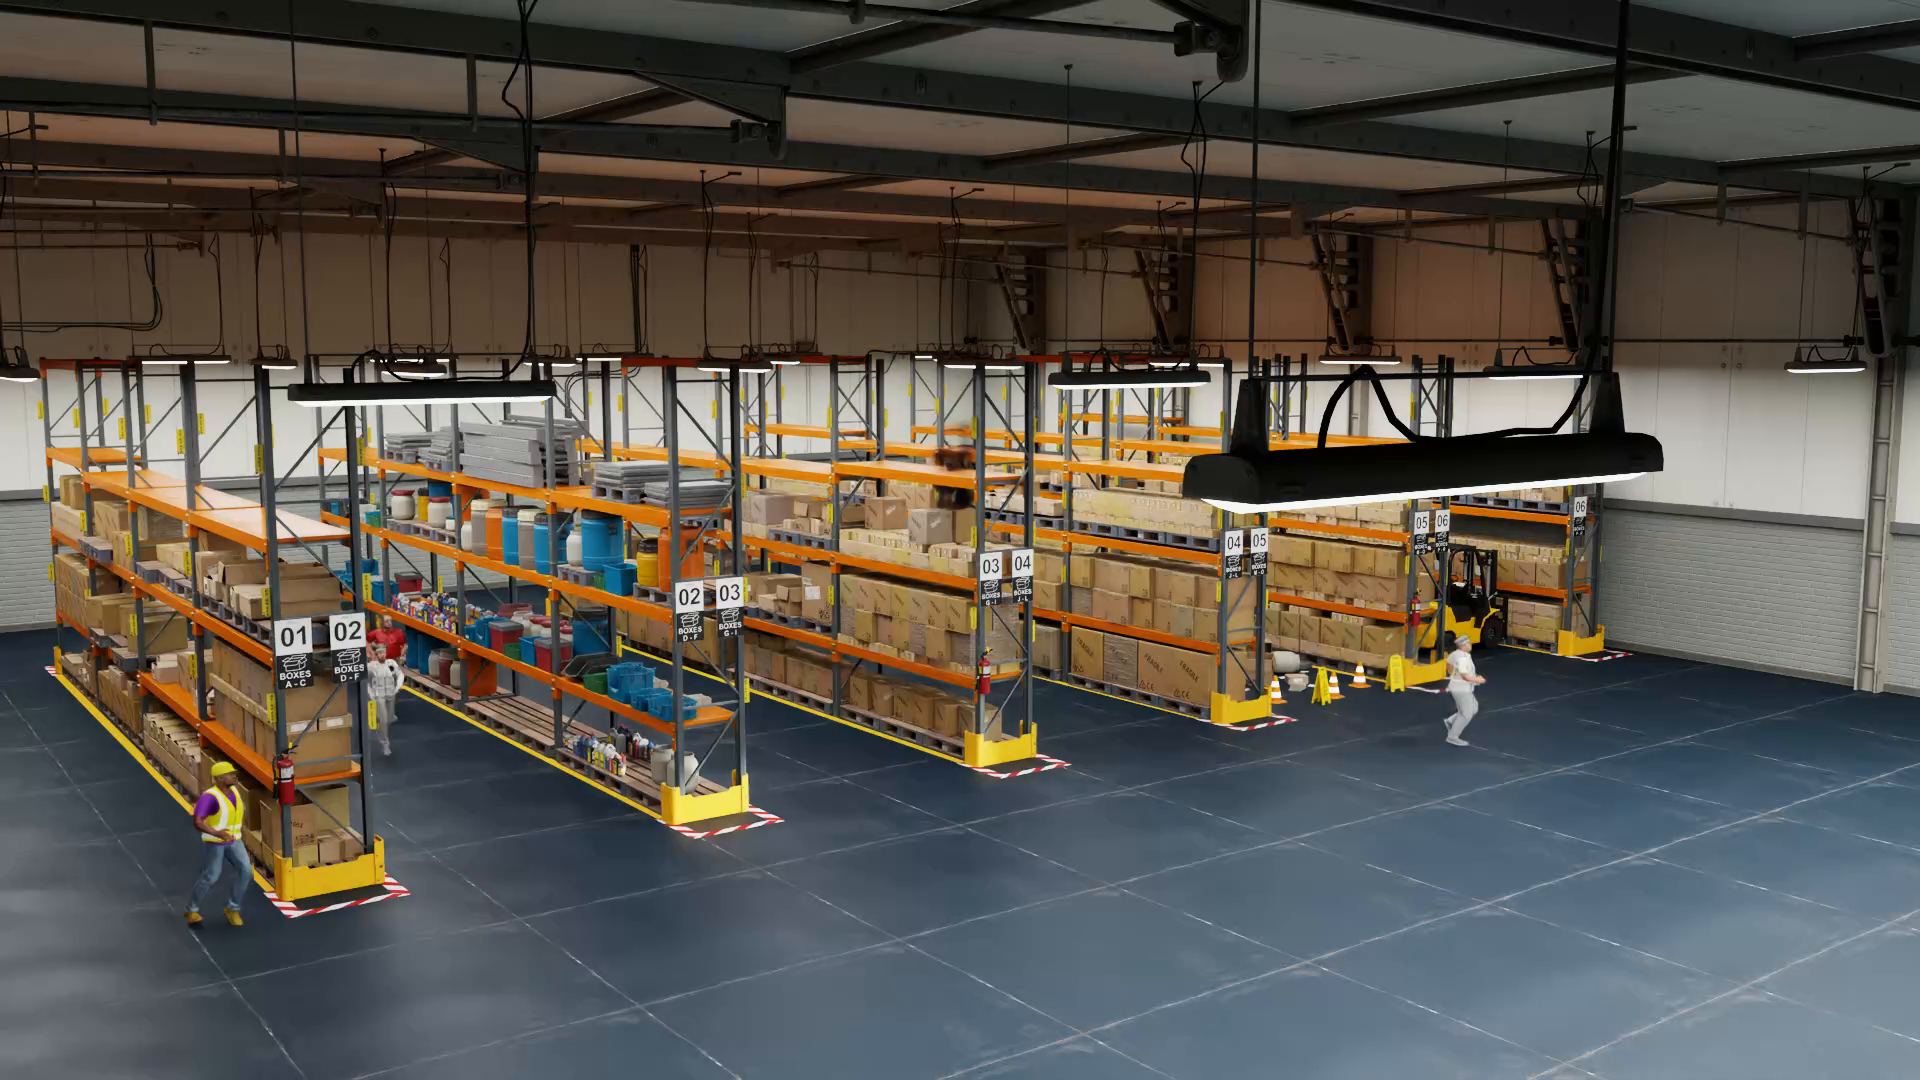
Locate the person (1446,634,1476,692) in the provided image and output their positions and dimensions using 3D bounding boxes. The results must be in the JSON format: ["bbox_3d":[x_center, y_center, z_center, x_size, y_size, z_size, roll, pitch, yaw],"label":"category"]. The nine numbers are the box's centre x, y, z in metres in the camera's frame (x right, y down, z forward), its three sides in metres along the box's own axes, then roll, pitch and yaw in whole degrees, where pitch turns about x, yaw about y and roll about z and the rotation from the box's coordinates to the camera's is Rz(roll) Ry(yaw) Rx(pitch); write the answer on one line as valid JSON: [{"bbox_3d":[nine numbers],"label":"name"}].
[{"bbox_3d":[7.866,1.914,26.000,0.399,0.900,0.656,1,7,7],"label":"person"}]

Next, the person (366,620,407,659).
[{"bbox_3d":[-9.630,1.663,27.963,0.636,0.680,0.455,-5,8,-34],"label":"person"}]

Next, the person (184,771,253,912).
[{"bbox_3d":[-8.048,3.247,18.148,0.684,1.585,0.763,2,7,19],"label":"person"}]

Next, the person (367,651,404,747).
[{"bbox_3d":[-8.920,2.384,25.707,0.635,1.558,0.627,-5,8,-34],"label":"person"}]
